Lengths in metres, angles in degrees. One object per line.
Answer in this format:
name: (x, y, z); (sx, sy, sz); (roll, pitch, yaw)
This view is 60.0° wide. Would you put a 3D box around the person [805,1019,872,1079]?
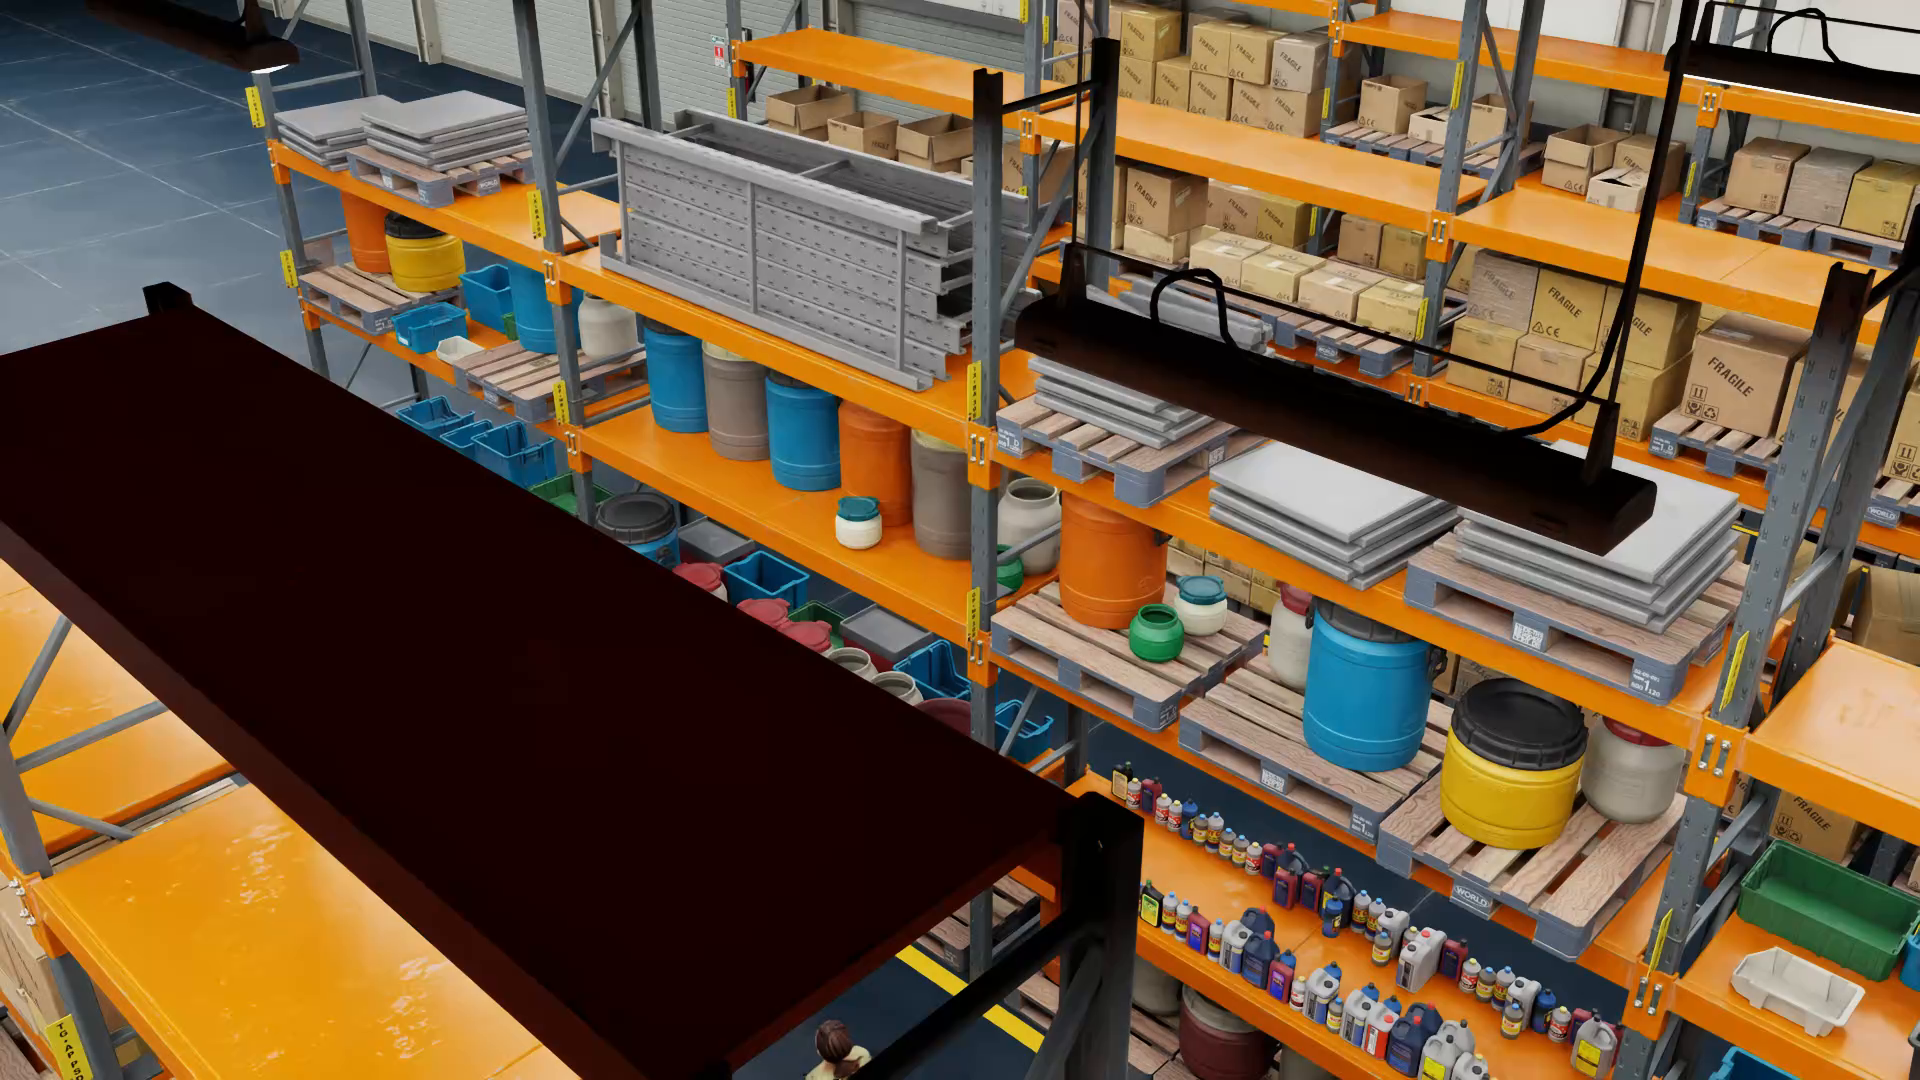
person: (-0.663, 3.159, 8.961); (1.082, 1.610, 0.523); (22, 36, 34)
